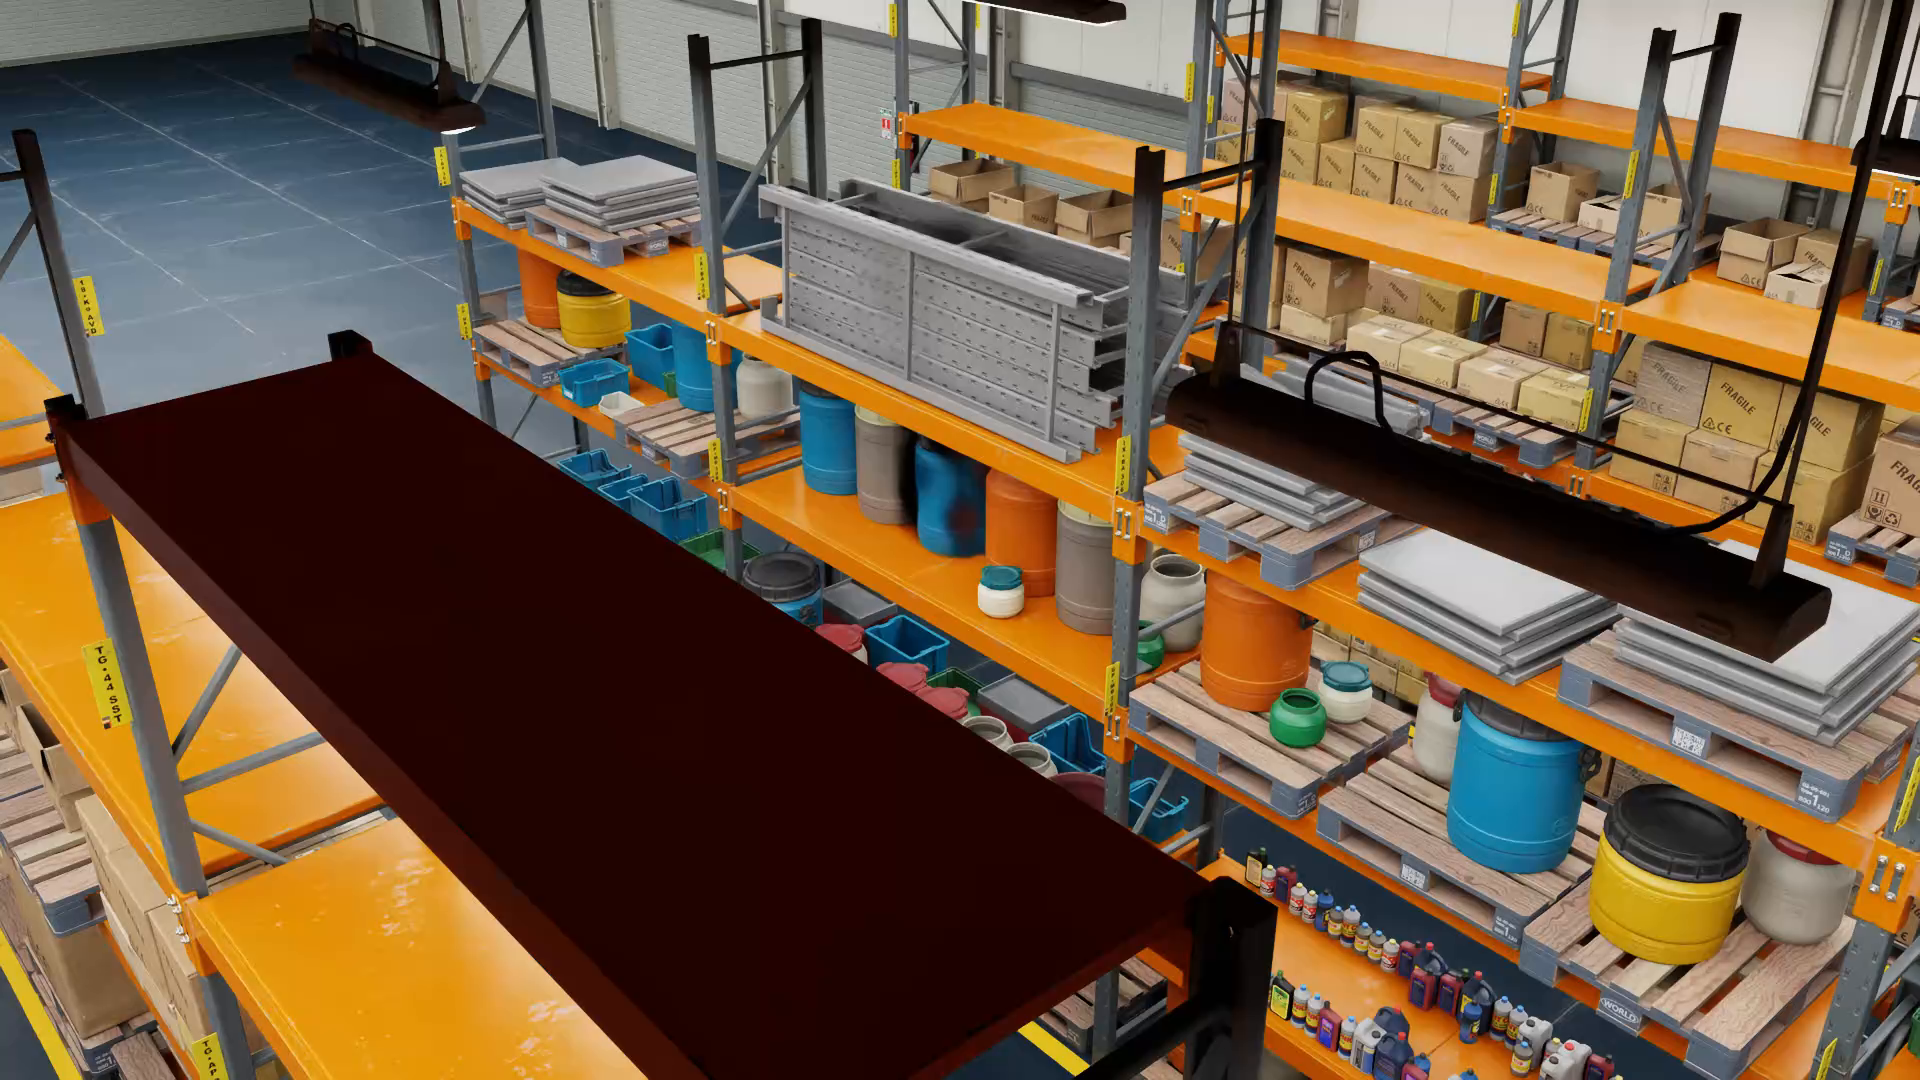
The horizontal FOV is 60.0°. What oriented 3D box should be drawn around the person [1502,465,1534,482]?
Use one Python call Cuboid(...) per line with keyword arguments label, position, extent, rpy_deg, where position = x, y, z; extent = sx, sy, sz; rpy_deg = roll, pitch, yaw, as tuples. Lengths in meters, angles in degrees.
Cuboid(label="person", position=(5.108, -0.042, 15.687), extent=(0.637, 1.766, 0.778), rpy_deg=(-19, 33, -33))
